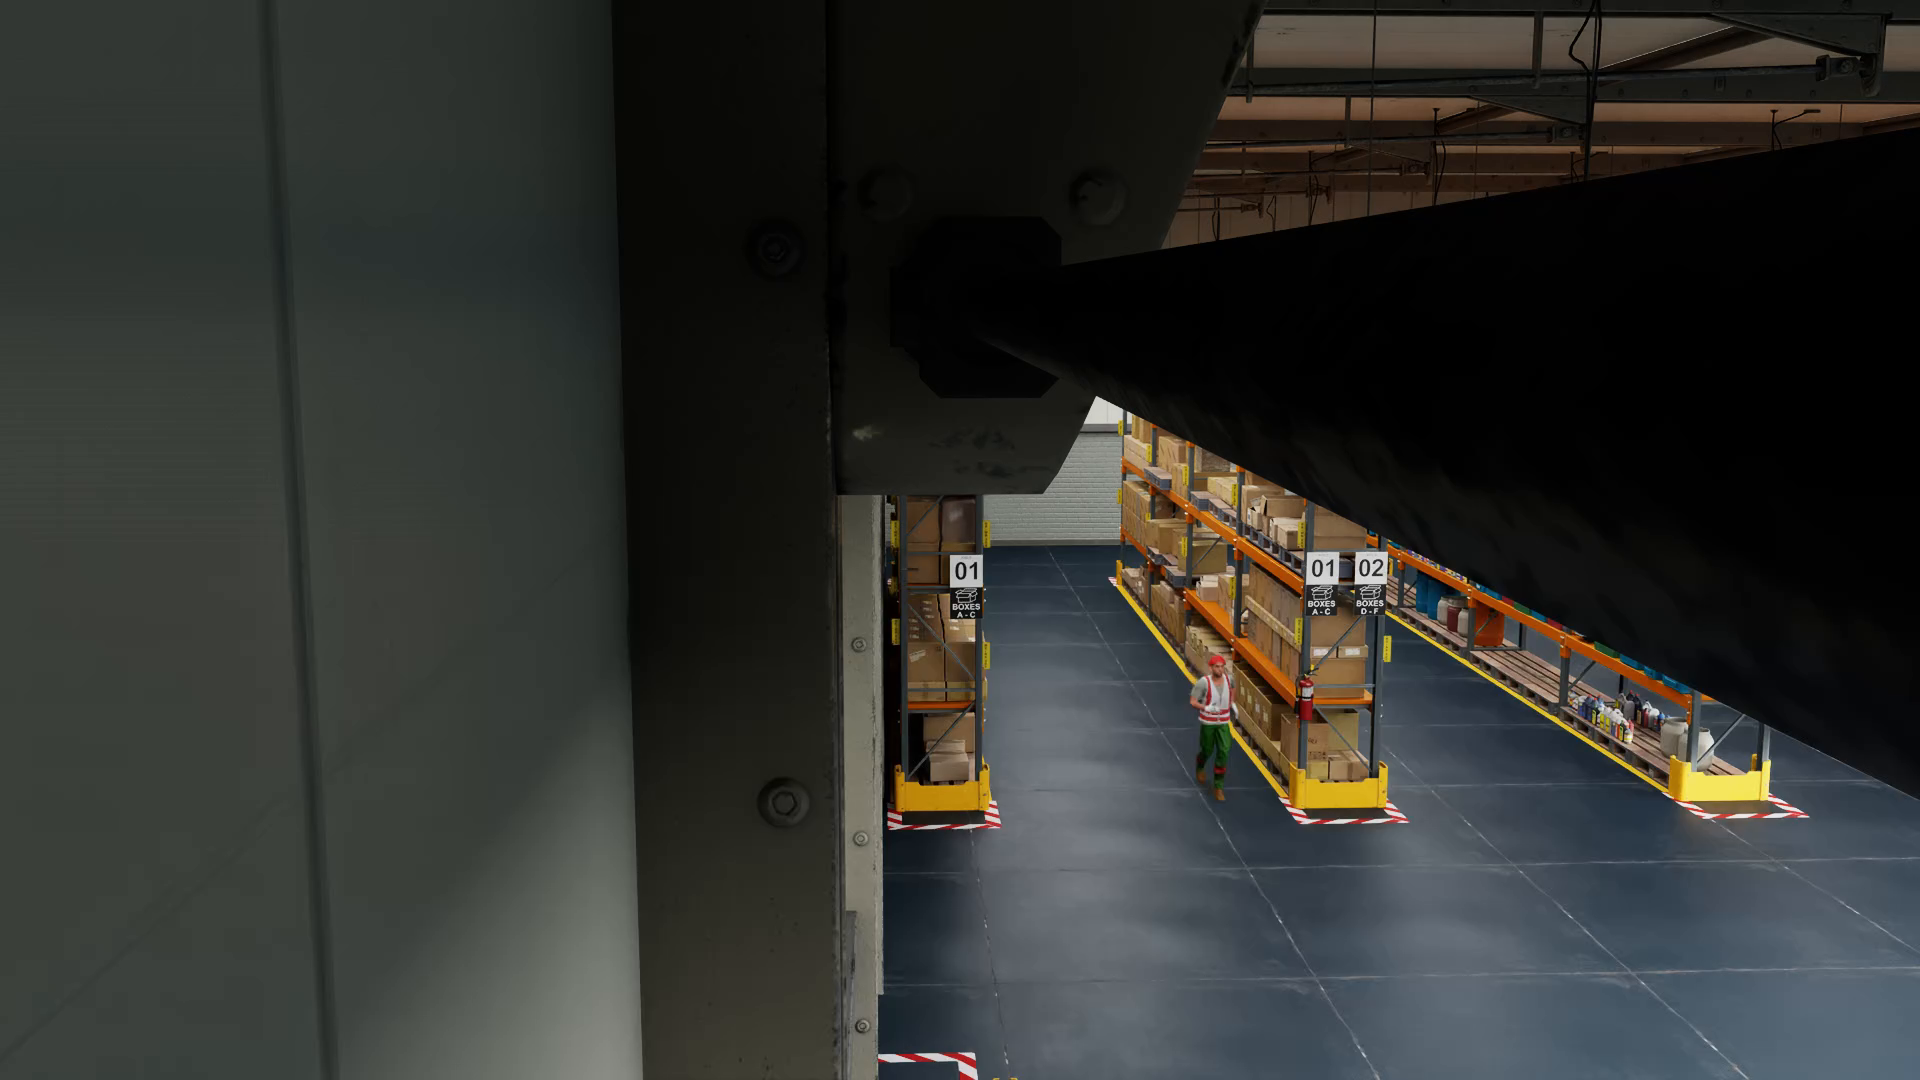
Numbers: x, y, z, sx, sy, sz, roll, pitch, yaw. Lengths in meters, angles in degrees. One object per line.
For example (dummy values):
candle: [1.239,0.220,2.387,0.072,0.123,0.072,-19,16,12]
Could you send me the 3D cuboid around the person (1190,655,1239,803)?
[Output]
person: [3.232,2.351,21.164,0.692,1.840,0.894,-2,9,-11]
